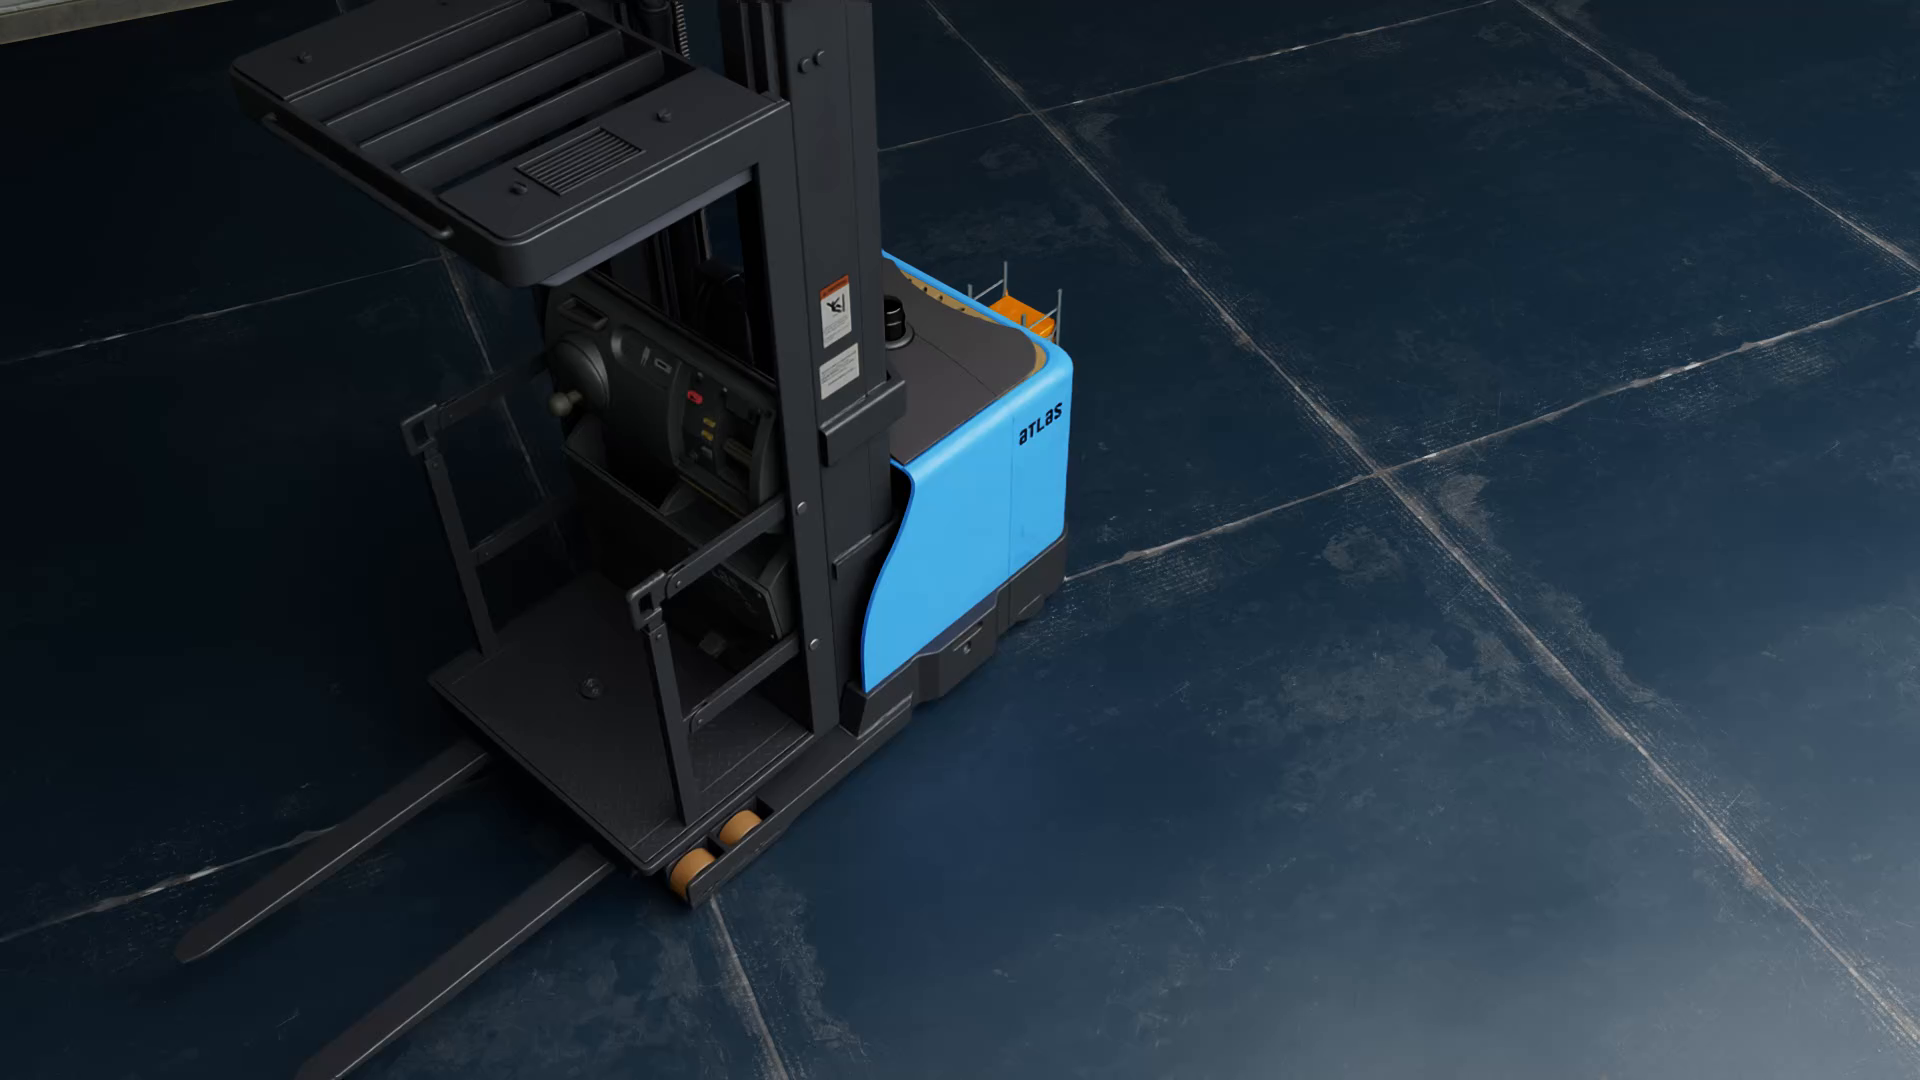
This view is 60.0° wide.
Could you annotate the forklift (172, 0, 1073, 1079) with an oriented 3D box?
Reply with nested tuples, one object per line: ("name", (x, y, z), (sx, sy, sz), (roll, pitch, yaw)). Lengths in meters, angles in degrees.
("forklift", (-0.984, -0.338, 4.506), (1.130, 2.935, 3.031), (33, 53, 29))

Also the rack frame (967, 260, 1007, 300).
("rack frame", (0.092, -0.537, 6.046), (0.008, 1.050, 0.200), (33, 53, 29))

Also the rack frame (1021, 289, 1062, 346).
("rack frame", (0.273, -0.421, 5.929), (0.008, 1.050, 0.200), (33, 53, 29))

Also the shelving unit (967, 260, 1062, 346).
("shelving unit", (0.182, -0.479, 5.988), (0.252, 1.050, 0.215), (33, 53, 29))

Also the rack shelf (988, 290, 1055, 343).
("rack shelf", (0.183, -0.674, 5.796), (0.240, 0.259, 0.215), (33, 53, 29))
